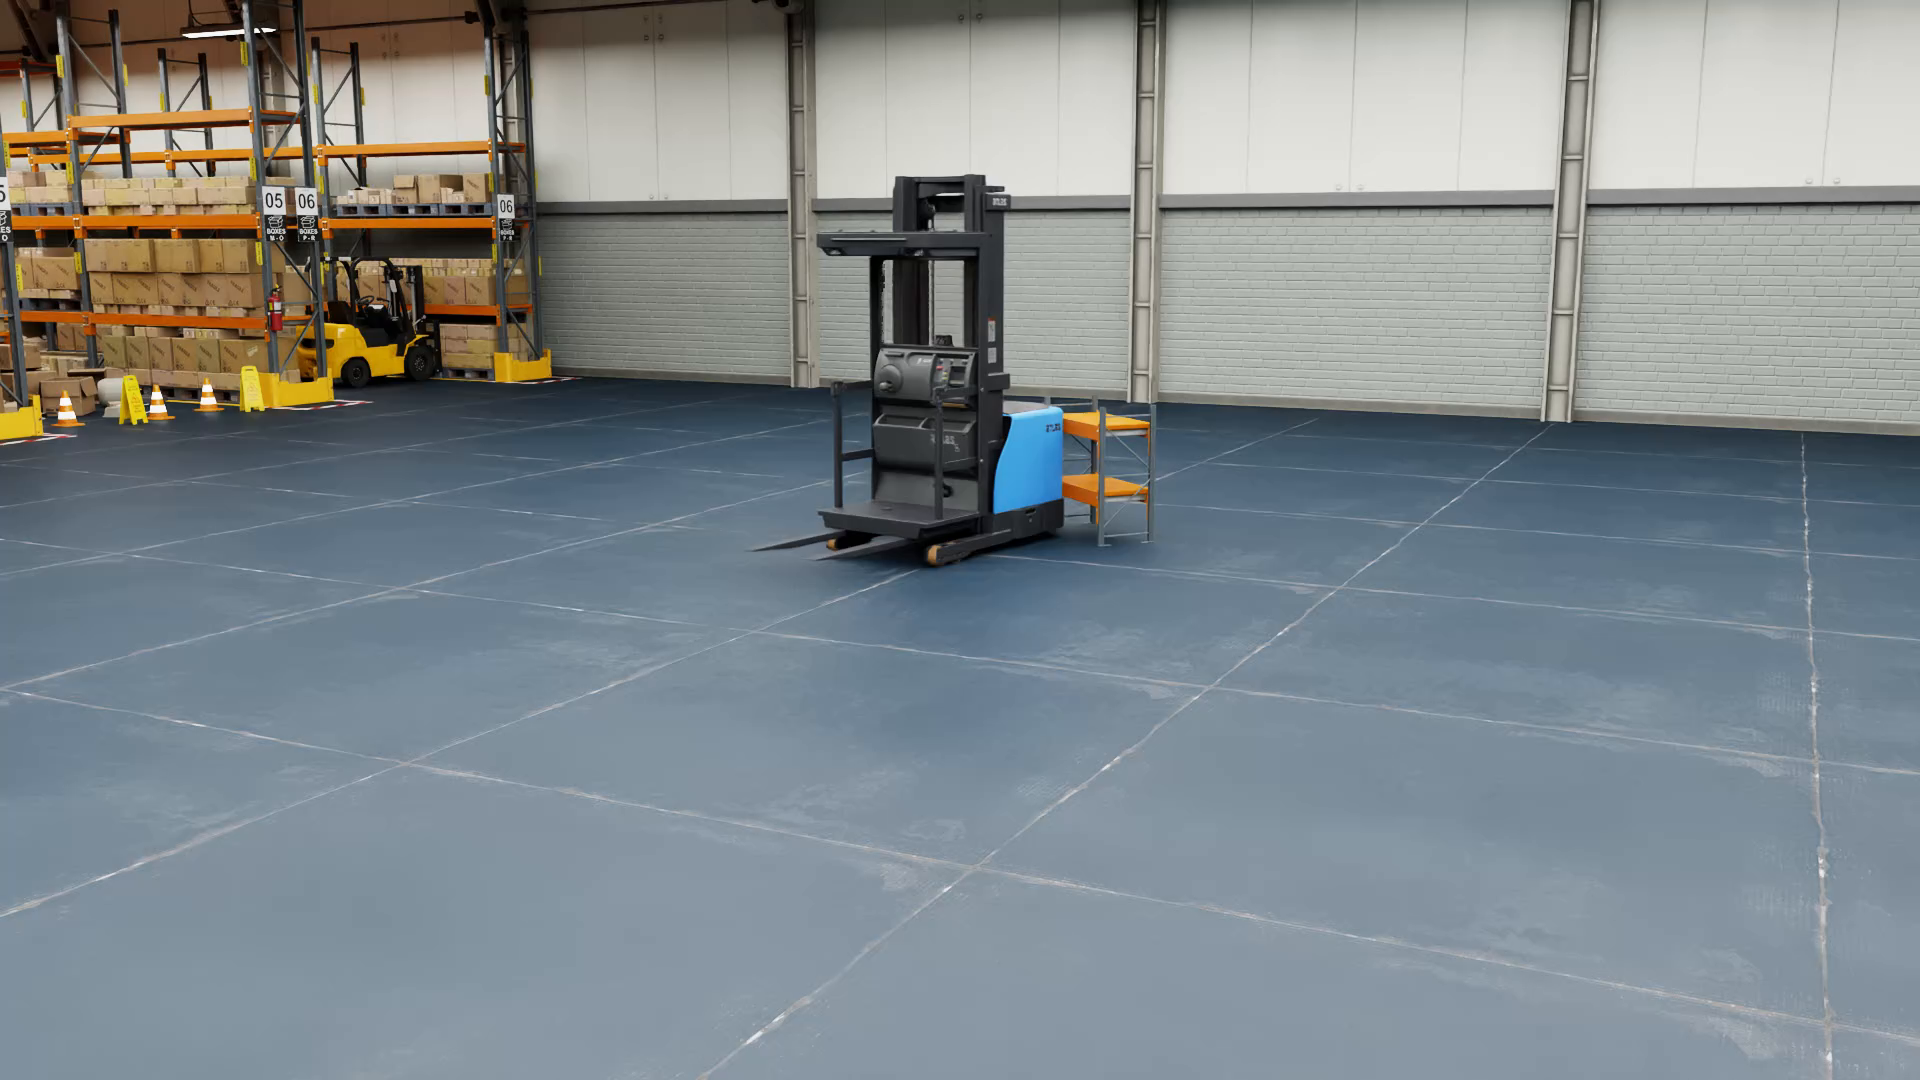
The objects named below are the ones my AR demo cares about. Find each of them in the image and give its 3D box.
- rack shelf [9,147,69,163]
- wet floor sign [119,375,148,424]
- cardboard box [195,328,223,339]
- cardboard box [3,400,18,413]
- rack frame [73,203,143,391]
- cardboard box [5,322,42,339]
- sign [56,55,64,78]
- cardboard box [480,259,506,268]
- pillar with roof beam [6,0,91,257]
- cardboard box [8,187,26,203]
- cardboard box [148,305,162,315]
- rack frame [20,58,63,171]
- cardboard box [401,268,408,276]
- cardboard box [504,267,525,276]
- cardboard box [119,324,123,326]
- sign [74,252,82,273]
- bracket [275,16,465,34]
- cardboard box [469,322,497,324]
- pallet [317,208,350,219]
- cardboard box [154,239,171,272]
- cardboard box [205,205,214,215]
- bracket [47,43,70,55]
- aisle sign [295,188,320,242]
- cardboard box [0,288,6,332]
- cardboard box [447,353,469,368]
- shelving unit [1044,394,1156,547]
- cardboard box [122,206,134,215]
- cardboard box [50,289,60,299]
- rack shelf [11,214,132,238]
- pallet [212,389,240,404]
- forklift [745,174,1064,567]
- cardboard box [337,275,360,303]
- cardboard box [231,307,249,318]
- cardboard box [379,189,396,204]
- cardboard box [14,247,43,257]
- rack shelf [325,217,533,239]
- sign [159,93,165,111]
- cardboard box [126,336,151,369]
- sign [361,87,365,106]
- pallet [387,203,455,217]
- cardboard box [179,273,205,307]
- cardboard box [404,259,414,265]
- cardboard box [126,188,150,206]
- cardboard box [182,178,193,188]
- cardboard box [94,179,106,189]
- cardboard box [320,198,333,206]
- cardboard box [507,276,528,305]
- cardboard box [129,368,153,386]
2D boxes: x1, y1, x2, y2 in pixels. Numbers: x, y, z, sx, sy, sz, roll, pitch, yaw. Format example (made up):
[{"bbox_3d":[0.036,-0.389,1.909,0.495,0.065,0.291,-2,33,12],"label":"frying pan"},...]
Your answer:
[{"bbox_3d":[-20.306,-8.026,34.838,4.000,0.370,1.077,5,11,26],"label":"rack shelf"},{"bbox_3d":[-11.142,-1.890,22.363,0.232,0.644,0.267,3,11,16],"label":"wet floor sign"},{"bbox_3d":[-11.361,-3.135,25.245,0.250,0.149,0.380,5,12,27],"label":"cardboard box"},{"bbox_3d":[-13.275,-1.863,23.280,0.258,0.266,0.396,7,13,36],"label":"cardboard box"},{"bbox_3d":[-13.532,-3.849,26.572,0.127,3.000,1.000,5,11,26],"label":"rack frame"},{"bbox_3d":[-19.913,-4.345,35.155,0.500,0.500,0.700,5,11,24],"label":"cardboard box"},{"bbox_3d":[-13.772,-7.249,25.448,0.005,0.325,0.100,5,11,26],"label":"sign"},{"bbox_3d":[-8.166,-4.836,29.089,0.250,0.149,0.380,5,11,26],"label":"cardboard box"},{"bbox_3d":[-20.643,-7.735,31.202,0.548,9.000,9.100,5,11,26],"label":"pillar with roof beam"},{"bbox_3d":[-15.028,-5.561,26.855,0.500,0.250,0.500,5,11,27],"label":"cardboard box"},{"bbox_3d":[-12.248,-3.547,25.609,0.250,0.149,0.380,5,11,26],"label":"cardboard box"},{"bbox_3d":[-18.513,-8.224,33.903,0.127,3.000,1.000,5,11,26],"label":"rack frame"},{"bbox_3d":[-9.791,-4.818,29.825,0.250,0.149,0.380,5,11,25],"label":"cardboard box"},{"bbox_3d":[-7.941,-4.763,29.522,0.250,0.149,0.380,5,11,24],"label":"cardboard box"},{"bbox_3d":[-16.657,-4.360,33.416,0.250,0.149,0.380,4,11,23],"label":"cardboard box"},{"bbox_3d":[-13.774,-4.329,25.977,0.005,0.325,0.100,5,11,26],"label":"sign"},{"bbox_3d":[-10.817,-9.427,30.445,4.783,0.066,0.076,5,11,26],"label":"bracket"},{"bbox_3d":[-8.548,-3.779,29.921,0.500,0.250,0.500,5,11,26],"label":"cardboard box"},{"bbox_3d":[-12.135,-6.091,31.076,1.217,0.209,0.805,5,11,24],"label":"pallet"},{"bbox_3d":[-11.838,-4.353,25.434,0.500,0.500,0.700,5,11,25],"label":"cardboard box"},{"bbox_3d":[-11.047,-4.941,24.888,0.250,0.149,0.380,5,11,26],"label":"cardboard box"},{"bbox_3d":[-18.523,-10.105,34.187,0.430,0.232,0.235,5,11,26],"label":"bracket"},{"bbox_3d":[-9.752,-4.857,24.845,0.004,0.787,0.394,5,11,26],"label":"aisle sign"},{"bbox_3d":[-12.397,-2.831,20.526,0.550,0.550,0.875,5,11,26],"label":"cardboard box"},{"bbox_3d":[-8.754,-3.207,29.570,0.500,0.250,0.500,5,11,26],"label":"cardboard box"},{"bbox_3d":[1.151,-0.603,13.902,0.538,1.125,1.048,-4,11,-22],"label":"shelving unit"},{"bbox_3d":[-12.672,-5.080,25.657,0.250,0.149,0.380,5,12,28],"label":"cardboard box"},{"bbox_3d":[-14.344,-3.952,26.668,0.250,0.149,0.380,5,11,24],"label":"cardboard box"},{"bbox_3d":[-15.325,-5.128,27.240,4.000,0.370,1.077,5,11,26],"label":"rack shelf"},{"bbox_3d":[-10.725,-2.237,25.497,1.213,0.211,1.003,5,11,26],"label":"pallet"},{"bbox_3d":[-0.403,-1.332,12.862,1.130,2.935,3.031,7,13,35],"label":"forklift"},{"bbox_3d":[-11.056,-4.614,30.521,0.500,0.500,0.500,5,11,24],"label":"cardboard box"},{"bbox_3d":[-10.651,-3.407,24.839,0.250,0.149,0.380,5,11,25],"label":"cardboard box"},{"bbox_3d":[-10.142,-6.142,29.738,0.258,0.266,0.396,5,11,24],"label":"cardboard box"},{"bbox_3d":[-15.527,-4.801,27.720,0.250,0.149,0.380,4,11,23],"label":"cardboard box"},{"bbox_3d":[-9.545,-5.606,29.880,4.000,0.370,1.077,5,11,26],"label":"rack shelf"},{"bbox_3d":[-15.157,-8.320,31.588,0.005,0.325,0.100,5,11,26],"label":"sign"},{"bbox_3d":[-12.637,-2.941,25.995,0.500,0.500,0.500,6,12,28],"label":"cardboard box"},{"bbox_3d":[-11.071,-8.218,30.801,0.005,0.325,0.100,5,11,26],"label":"sign"},{"bbox_3d":[-9.472,-5.915,29.814,1.213,0.211,1.003,5,11,26],"label":"pallet"},{"bbox_3d":[-11.447,-3.808,25.231,0.500,0.500,0.500,5,11,26],"label":"cardboard box"},{"bbox_3d":[-9.762,-4.978,29.876,0.250,0.149,0.380,5,11,26],"label":"cardboard box"},{"bbox_3d":[-12.348,-5.238,25.413,0.500,0.250,0.500,5,11,26],"label":"cardboard box"},{"bbox_3d":[-11.474,-5.375,25.048,0.250,0.149,0.380,5,11,24],"label":"cardboard box"},{"bbox_3d":[-13.147,-5.501,25.743,0.250,0.149,0.380,5,12,28],"label":"cardboard box"},{"bbox_3d":[-12.013,-6.348,31.205,0.250,0.149,0.380,5,11,26],"label":"cardboard box"},{"bbox_3d":[-8.073,-4.459,29.664,0.500,0.500,0.500,5,12,28],"label":"cardboard box"},{"bbox_3d":[-12.638,-2.572,26.062,0.500,0.250,0.500,6,12,29],"label":"cardboard box"}]
